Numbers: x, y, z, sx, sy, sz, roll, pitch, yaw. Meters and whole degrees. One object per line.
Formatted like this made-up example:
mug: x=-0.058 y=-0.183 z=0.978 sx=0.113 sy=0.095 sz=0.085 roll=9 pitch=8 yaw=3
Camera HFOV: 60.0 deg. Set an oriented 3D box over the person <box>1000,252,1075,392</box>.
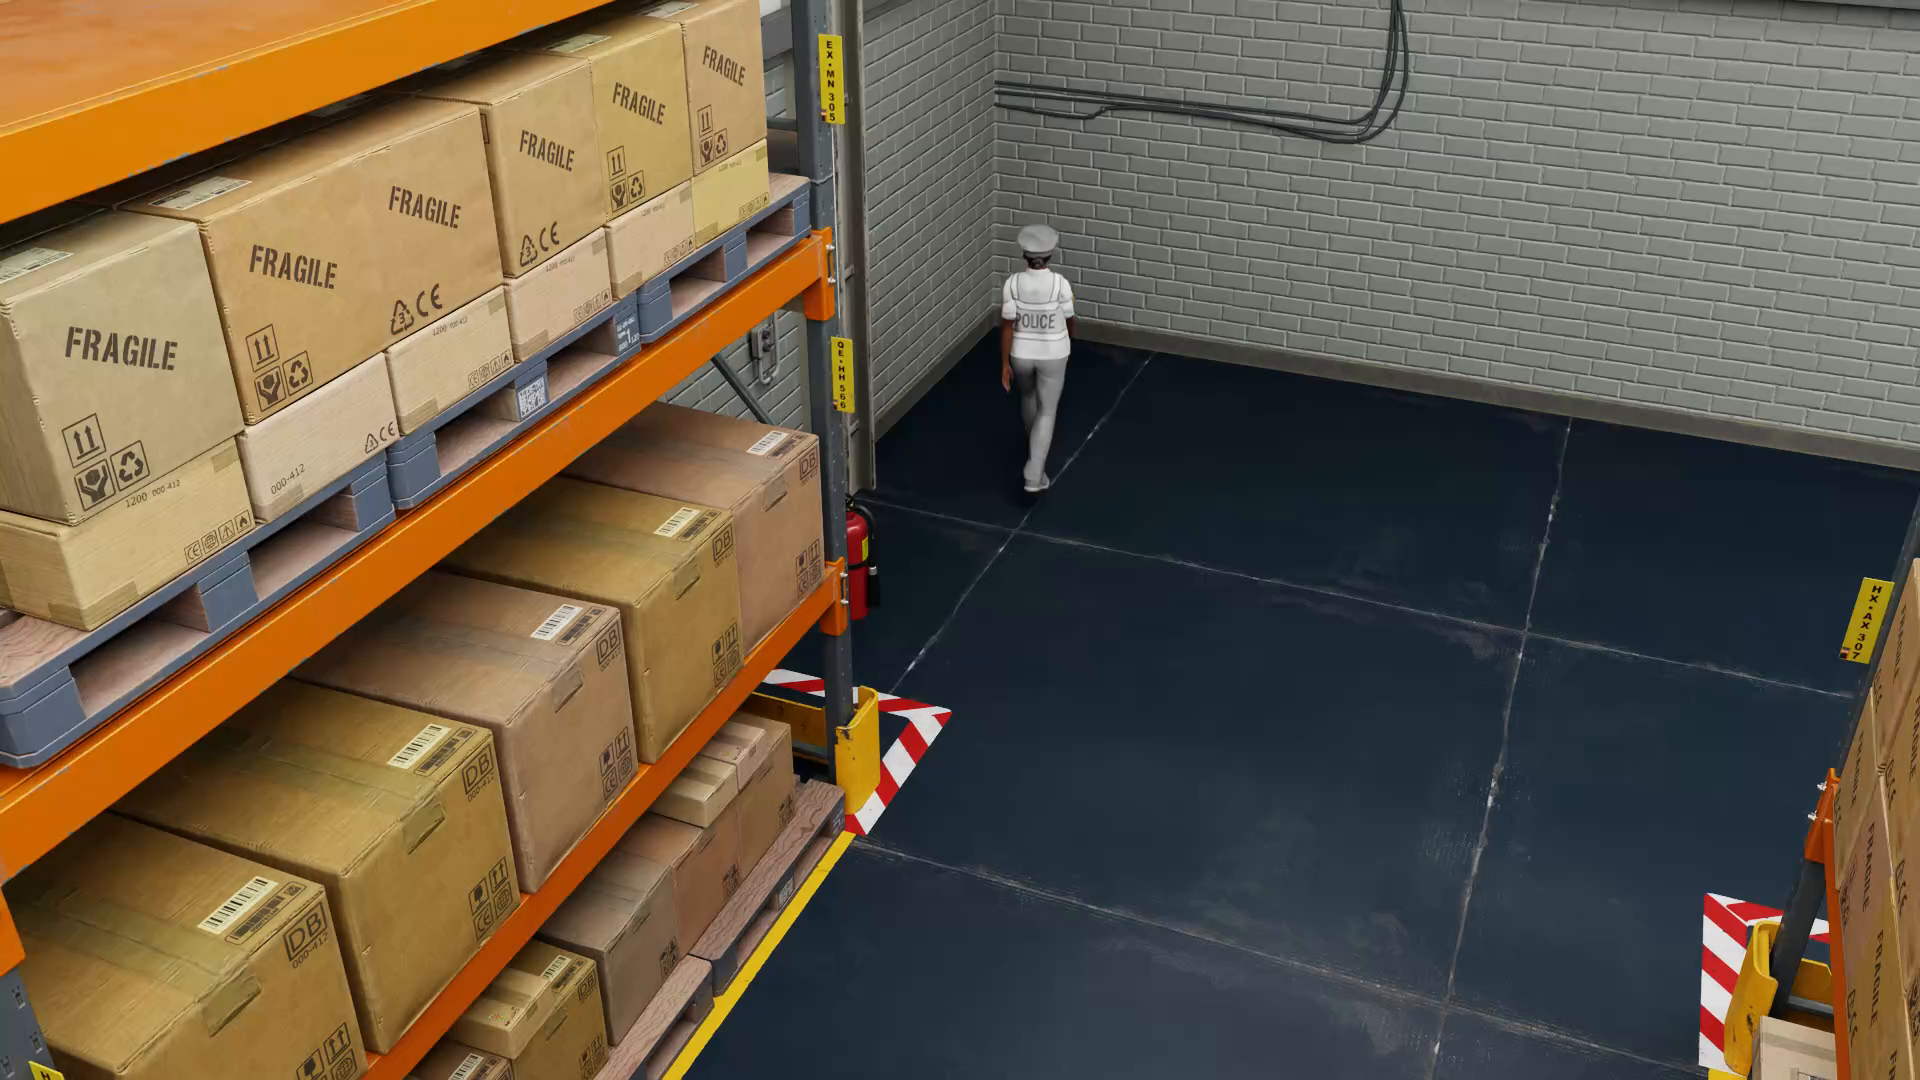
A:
person: x=0.500 y=-1.447 z=10.310 sx=0.429 sy=0.987 sz=0.512 roll=9 pitch=31 yaw=15
